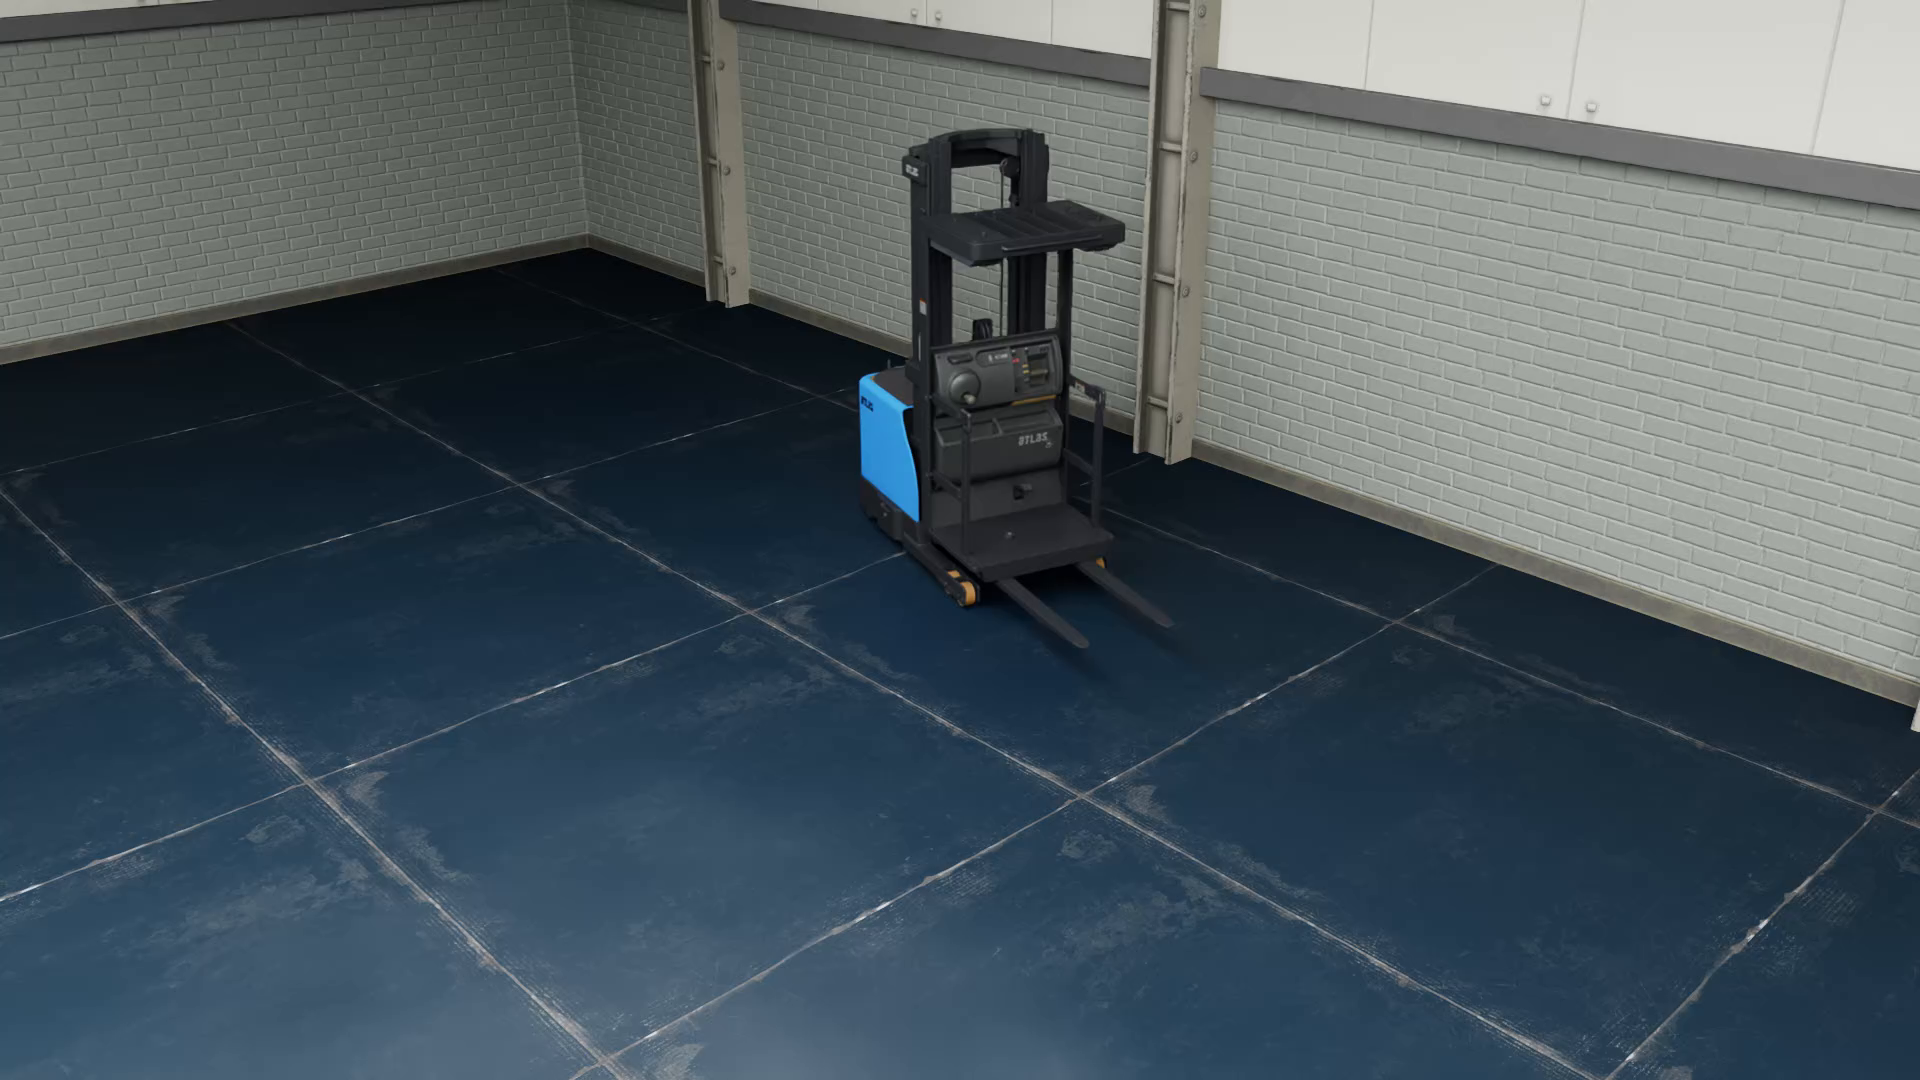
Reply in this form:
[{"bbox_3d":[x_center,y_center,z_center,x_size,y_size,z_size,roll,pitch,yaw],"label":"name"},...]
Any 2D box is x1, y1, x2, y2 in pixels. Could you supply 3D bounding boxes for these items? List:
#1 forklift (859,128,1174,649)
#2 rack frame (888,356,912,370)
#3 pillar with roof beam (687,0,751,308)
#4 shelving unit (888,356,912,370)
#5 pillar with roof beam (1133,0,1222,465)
[{"bbox_3d":[0.360,-1.101,10.928,1.130,2.935,3.031,-12,27,-24],"label":"forklift"},{"bbox_3d":[-0.452,-0.897,12.749,0.200,1.050,0.008,-12,27,-24],"label":"rack frame"},{"bbox_3d":[-5.584,-5.397,13.035,9.100,9.000,0.400,-21,32,-38],"label":"pillar with roof beam"},{"bbox_3d":[-0.397,-0.852,12.650,0.215,1.050,0.252,-12,27,-24],"label":"shelving unit"},{"bbox_3d":[-1.483,-3.579,9.050,9.100,9.000,0.400,-21,32,-38],"label":"pillar with roof beam"}]
